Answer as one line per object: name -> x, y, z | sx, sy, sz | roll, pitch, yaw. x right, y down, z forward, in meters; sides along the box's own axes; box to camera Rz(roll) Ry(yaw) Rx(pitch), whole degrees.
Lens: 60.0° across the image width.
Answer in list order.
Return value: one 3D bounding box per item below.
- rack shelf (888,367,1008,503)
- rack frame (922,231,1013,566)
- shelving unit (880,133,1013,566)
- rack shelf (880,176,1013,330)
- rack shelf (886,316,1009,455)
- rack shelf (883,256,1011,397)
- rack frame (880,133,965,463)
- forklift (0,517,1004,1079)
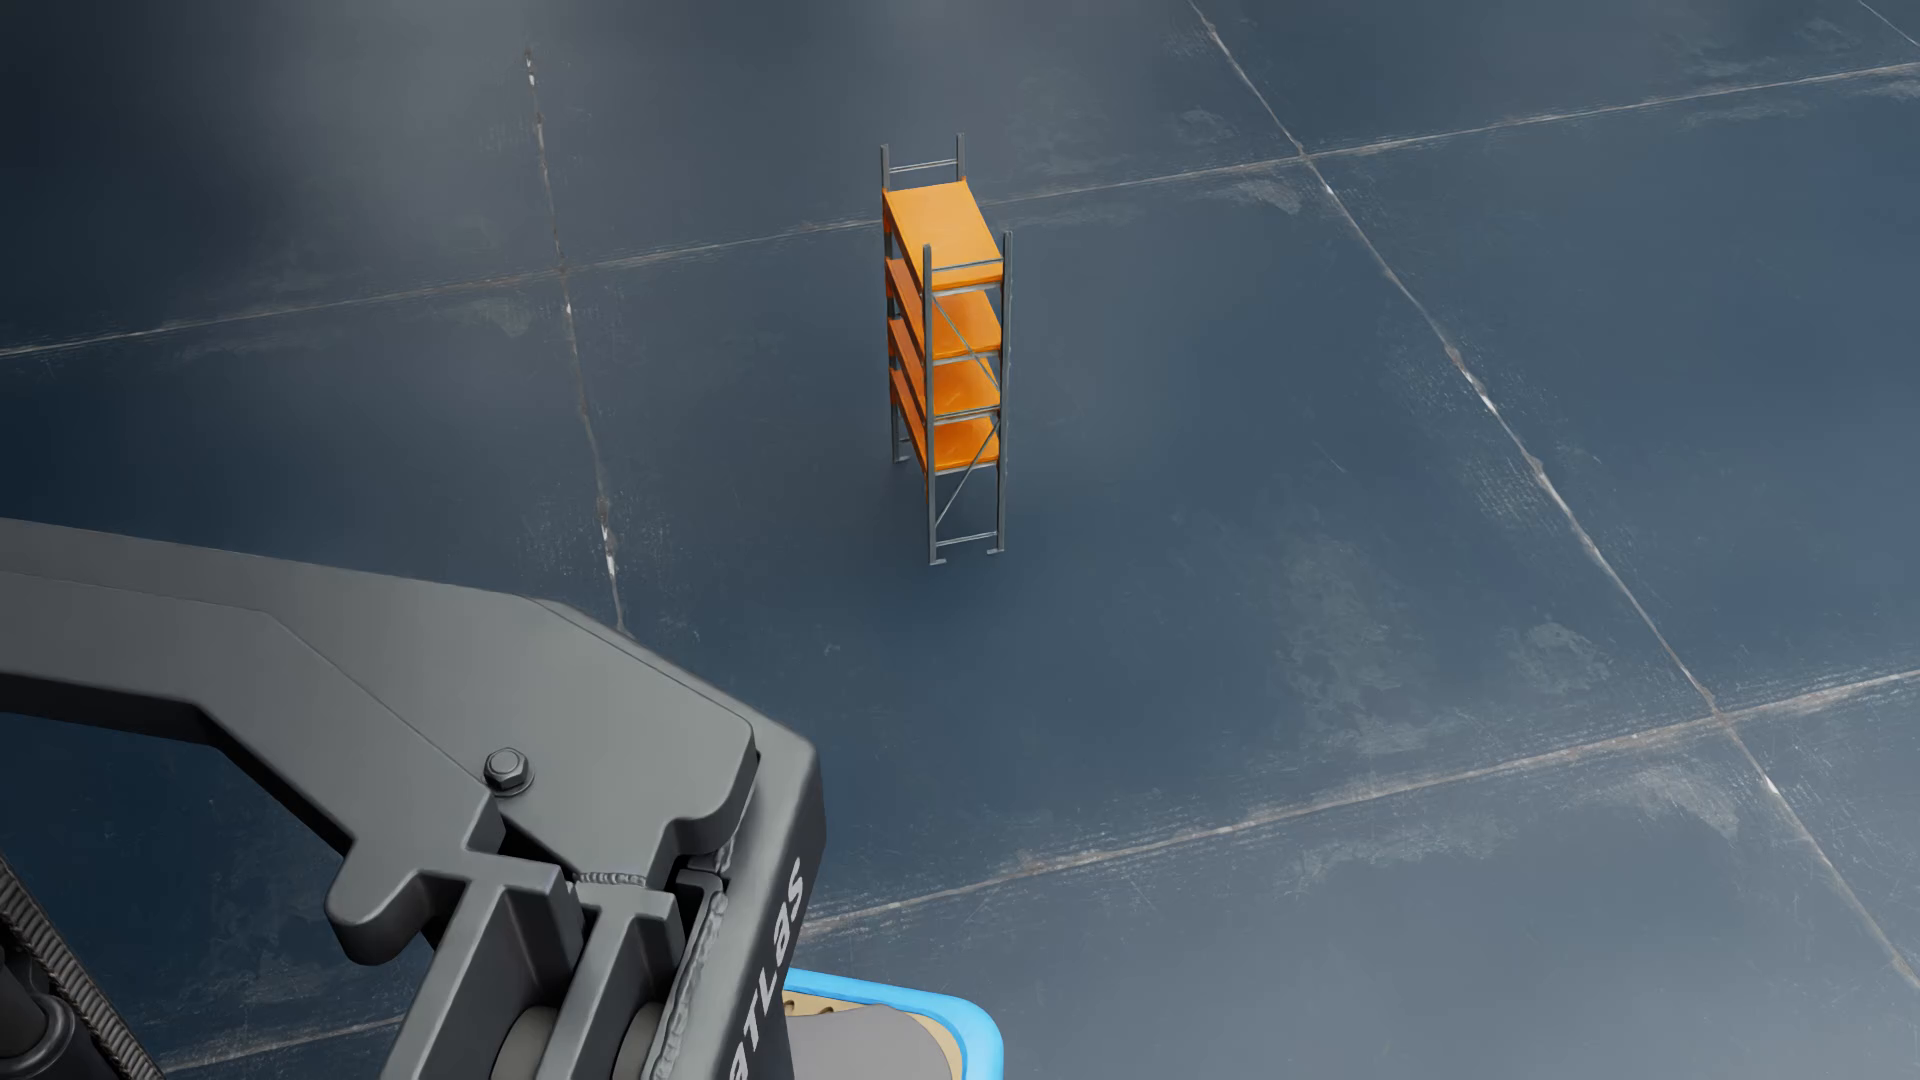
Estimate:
rack shelf -> -0.042, -0.348, 5.123 | 0.258, 0.148, 0.480 | -11, 47, -10
rack frame -> 0.020, -0.366, 4.768 | 0.240, 1.200, 0.015 | -11, 47, -10
shelving unit -> -0.042, -0.534, 4.933 | 0.258, 1.200, 0.503 | -11, 47, -10
rack shelf -> -0.042, -0.809, 4.653 | 0.258, 0.148, 0.480 | -11, 47, -10
rack shelf -> -0.042, -0.487, 4.982 | 0.258, 0.148, 0.480 | -11, 47, -10
rack shelf -> -0.042, -0.644, 4.822 | 0.258, 0.148, 0.480 | -11, 47, -10
rack frame -> -0.105, -0.703, 5.099 | 0.240, 1.200, 0.015 | -11, 47, -10
forklift -> -0.694, 1.519, 1.709 | 1.130, 2.935, 3.031 | 8, 46, 8
